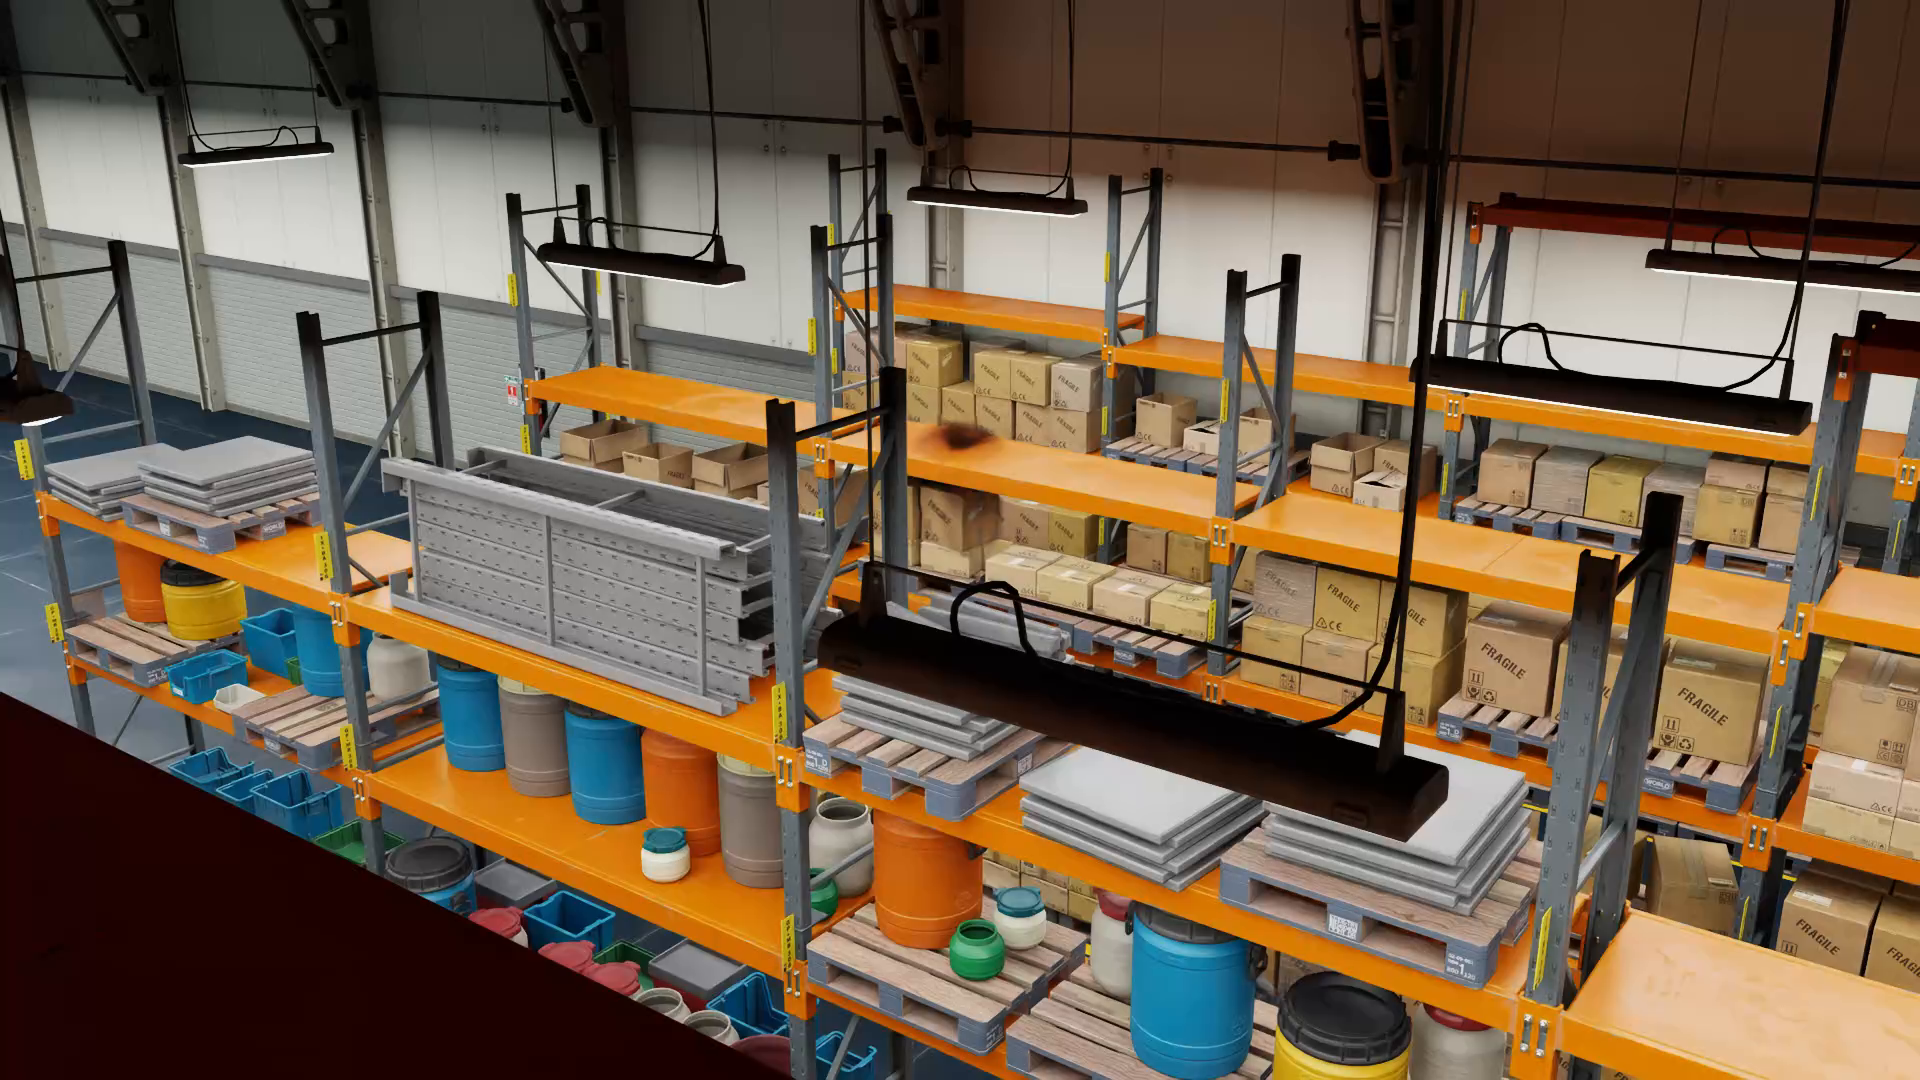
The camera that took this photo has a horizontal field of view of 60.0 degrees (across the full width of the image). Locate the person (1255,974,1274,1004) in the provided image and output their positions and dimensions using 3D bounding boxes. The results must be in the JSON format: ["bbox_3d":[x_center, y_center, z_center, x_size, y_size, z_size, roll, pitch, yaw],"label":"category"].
[{"bbox_3d":[1.769,3.531,11.770,0.995,1.694,0.645,12,22,32],"label":"person"}]
